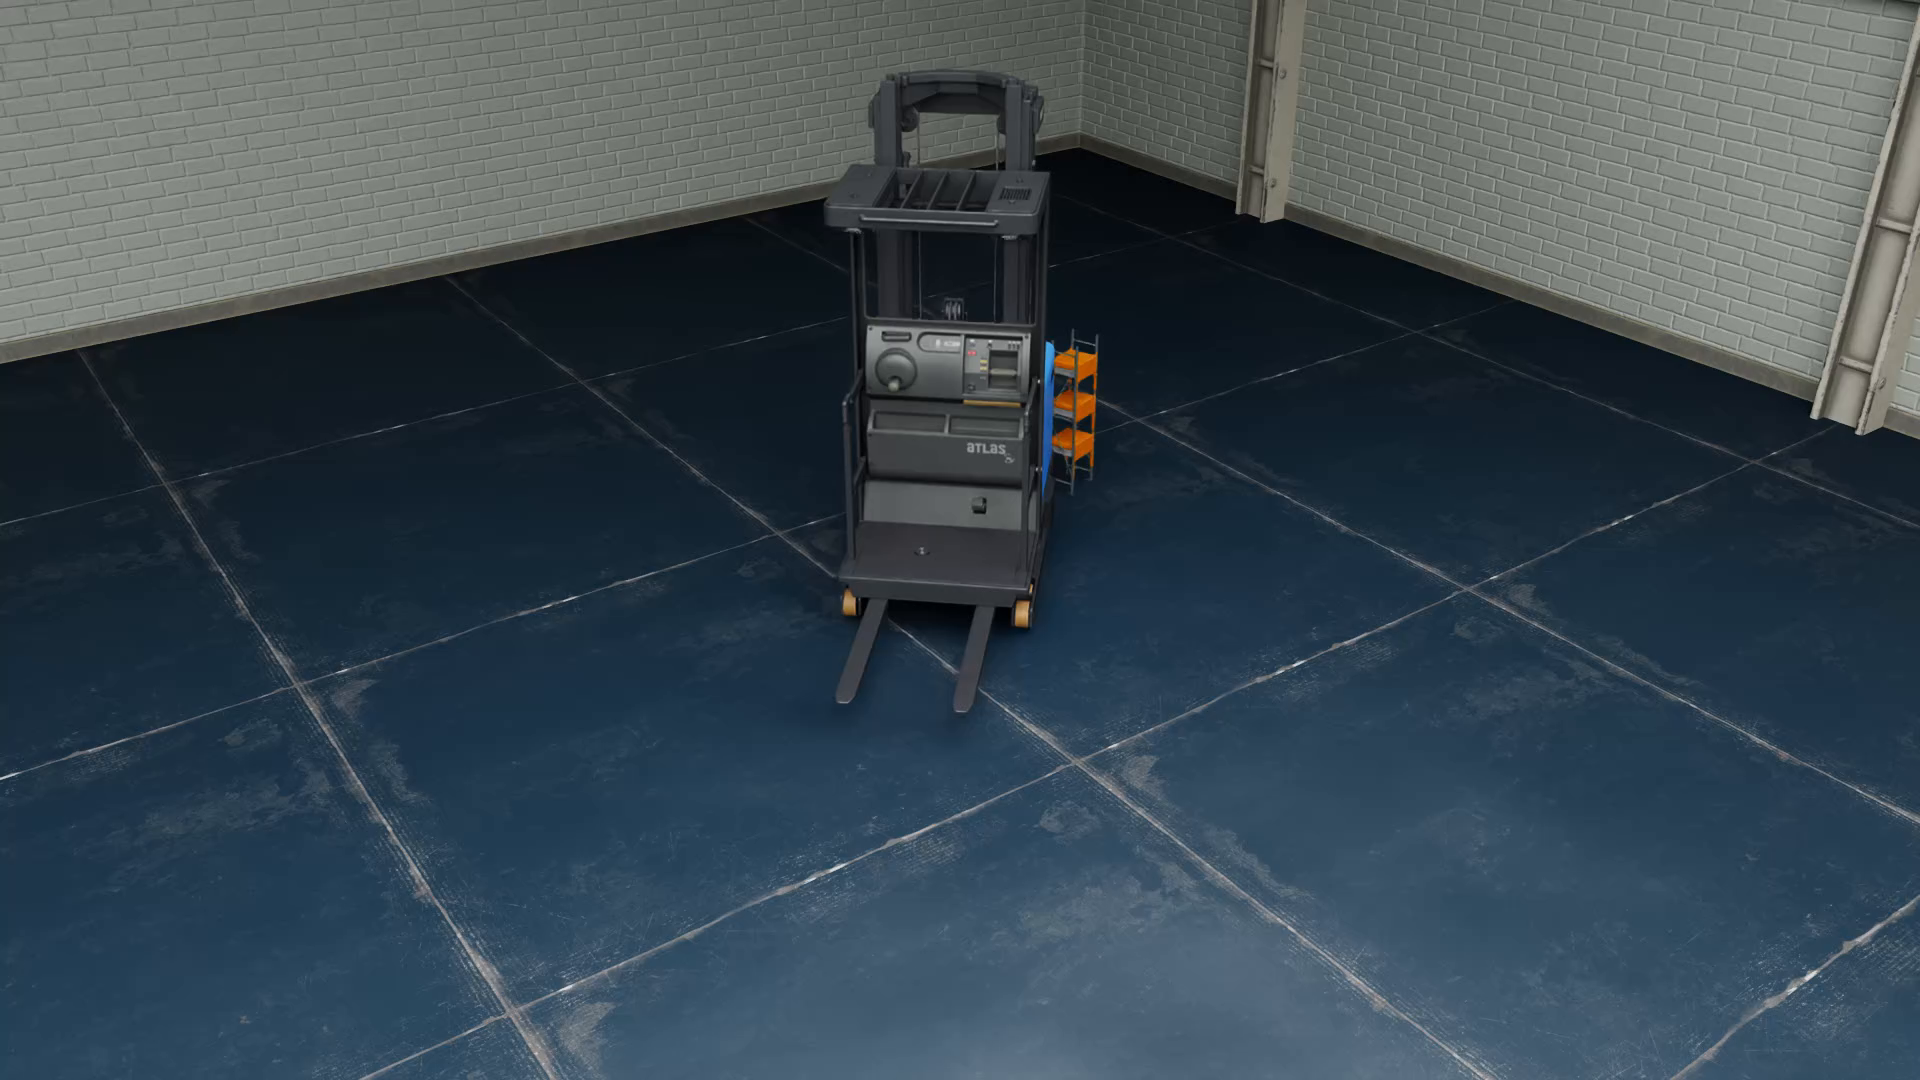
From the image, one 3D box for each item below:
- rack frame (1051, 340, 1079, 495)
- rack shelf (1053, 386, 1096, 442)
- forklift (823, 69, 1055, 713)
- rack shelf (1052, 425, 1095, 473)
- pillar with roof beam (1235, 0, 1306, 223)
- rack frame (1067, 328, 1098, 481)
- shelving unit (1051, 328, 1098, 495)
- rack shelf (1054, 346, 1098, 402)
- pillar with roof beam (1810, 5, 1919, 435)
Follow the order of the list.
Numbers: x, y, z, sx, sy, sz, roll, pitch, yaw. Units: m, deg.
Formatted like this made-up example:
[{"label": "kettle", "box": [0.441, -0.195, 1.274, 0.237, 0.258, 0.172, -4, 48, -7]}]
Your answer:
[{"label": "rack frame", "box": [0.668, -0.791, 10.834, 0.200, 1.050, 0.008, 19, 34, 31]}, {"label": "rack shelf", "box": [0.738, -0.830, 10.926, 0.215, 0.259, 0.240, 19, 34, 31]}, {"label": "forklift", "box": [-0.094, -0.958, 9.169, 1.130, 2.935, 3.031, 4, 29, 7]}, {"label": "rack shelf", "box": [0.738, -0.585, 11.059, 0.215, 0.259, 0.240, 19, 34, 31]}, {"label": "pillar with roof beam", "box": [-0.552, -5.958, 12.018, 9.100, 9.000, 0.400, -19, 34, -31]}, {"label": "rack frame", "box": [0.809, -0.886, 11.009, 0.200, 1.050, 0.008, 19, 34, 31]}, {"label": "shelving unit", "box": [0.738, -0.839, 10.921, 0.215, 1.050, 0.252, 19, 34, 31]}, {"label": "rack shelf", "box": [0.738, -1.079, 10.791, 0.215, 0.259, 0.240, 19, 34, 31]}, {"label": "pillar with roof beam", "box": [2.928, -3.625, 7.723, 9.100, 9.000, 0.400, -19, 34, -31]}]
